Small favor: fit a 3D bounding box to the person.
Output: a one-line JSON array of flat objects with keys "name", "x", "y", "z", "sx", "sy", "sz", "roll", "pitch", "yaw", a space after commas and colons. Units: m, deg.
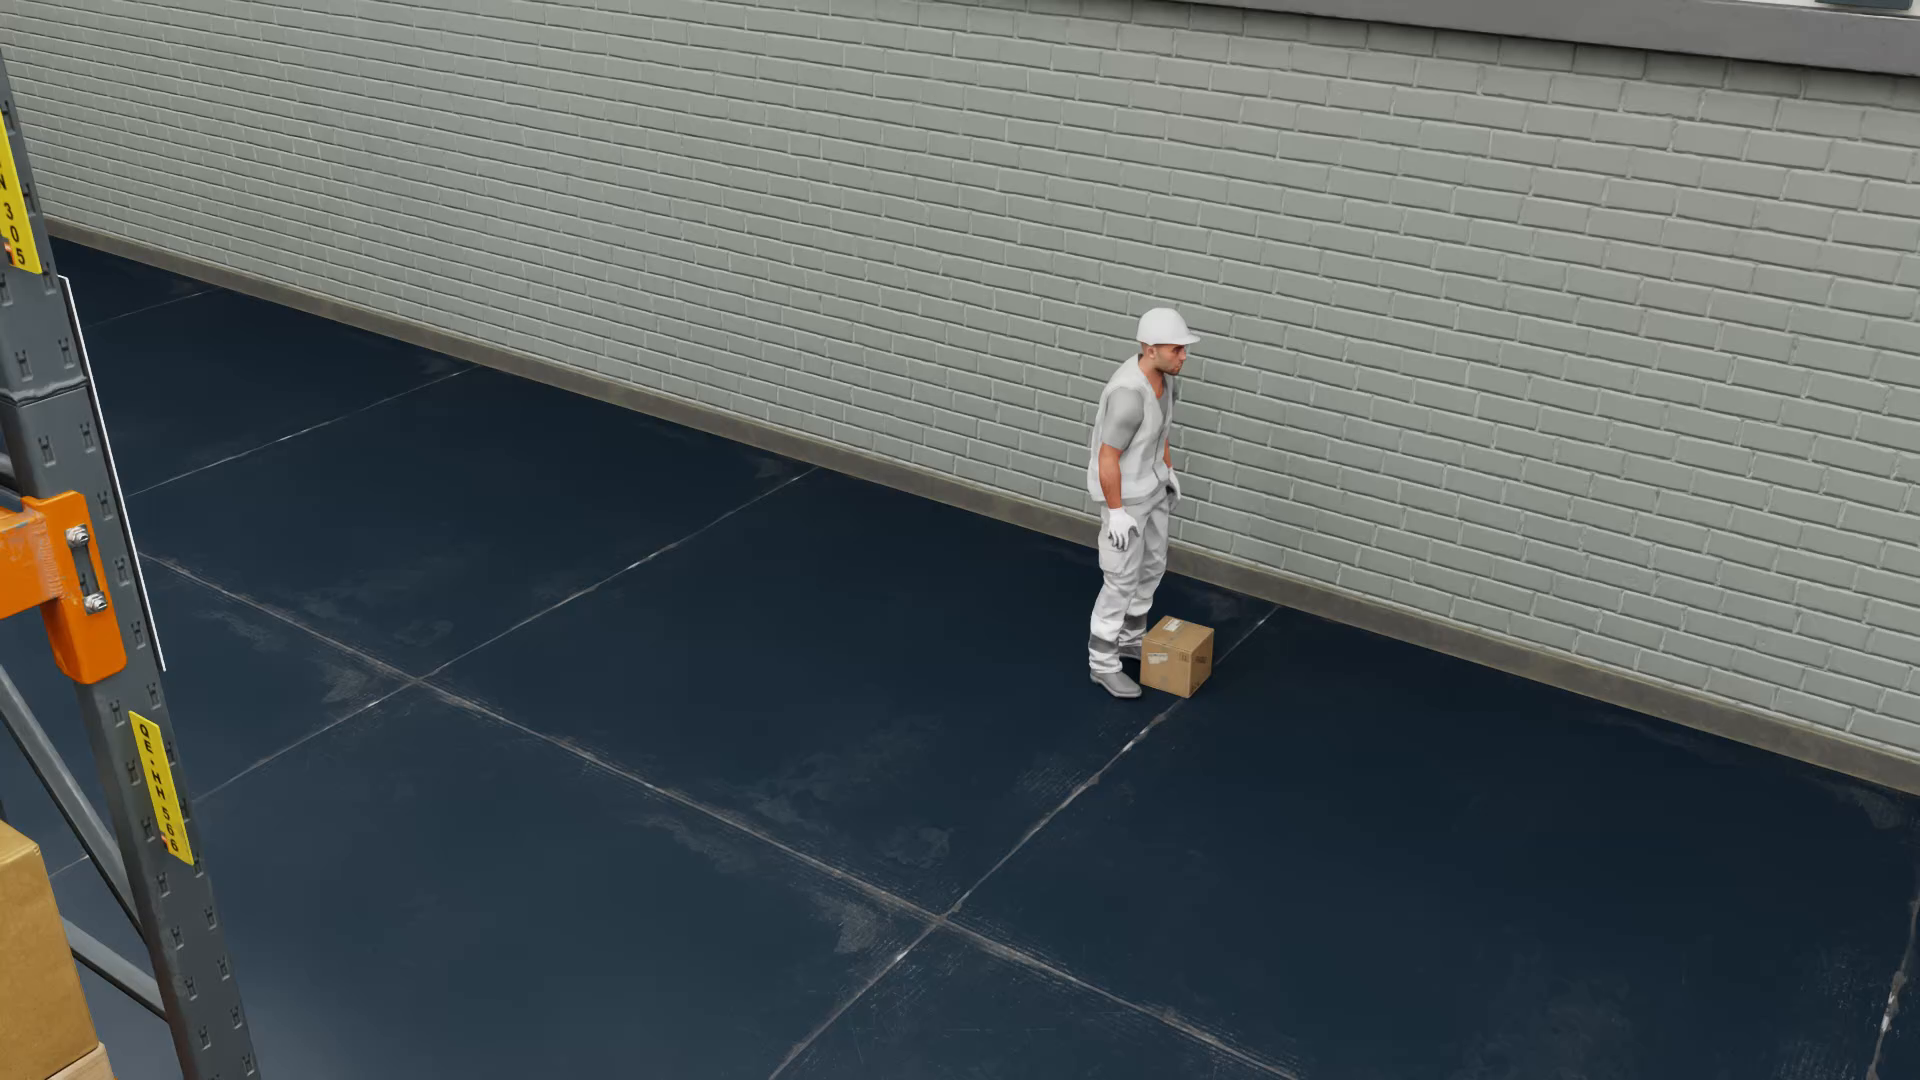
[{"name": "person", "x": 0.811, "y": -0.193, "z": 7.482, "sx": 0.445, "sy": 1.781, "sz": 0.621, "roll": 15, "pitch": 31, "yaw": 28}]
